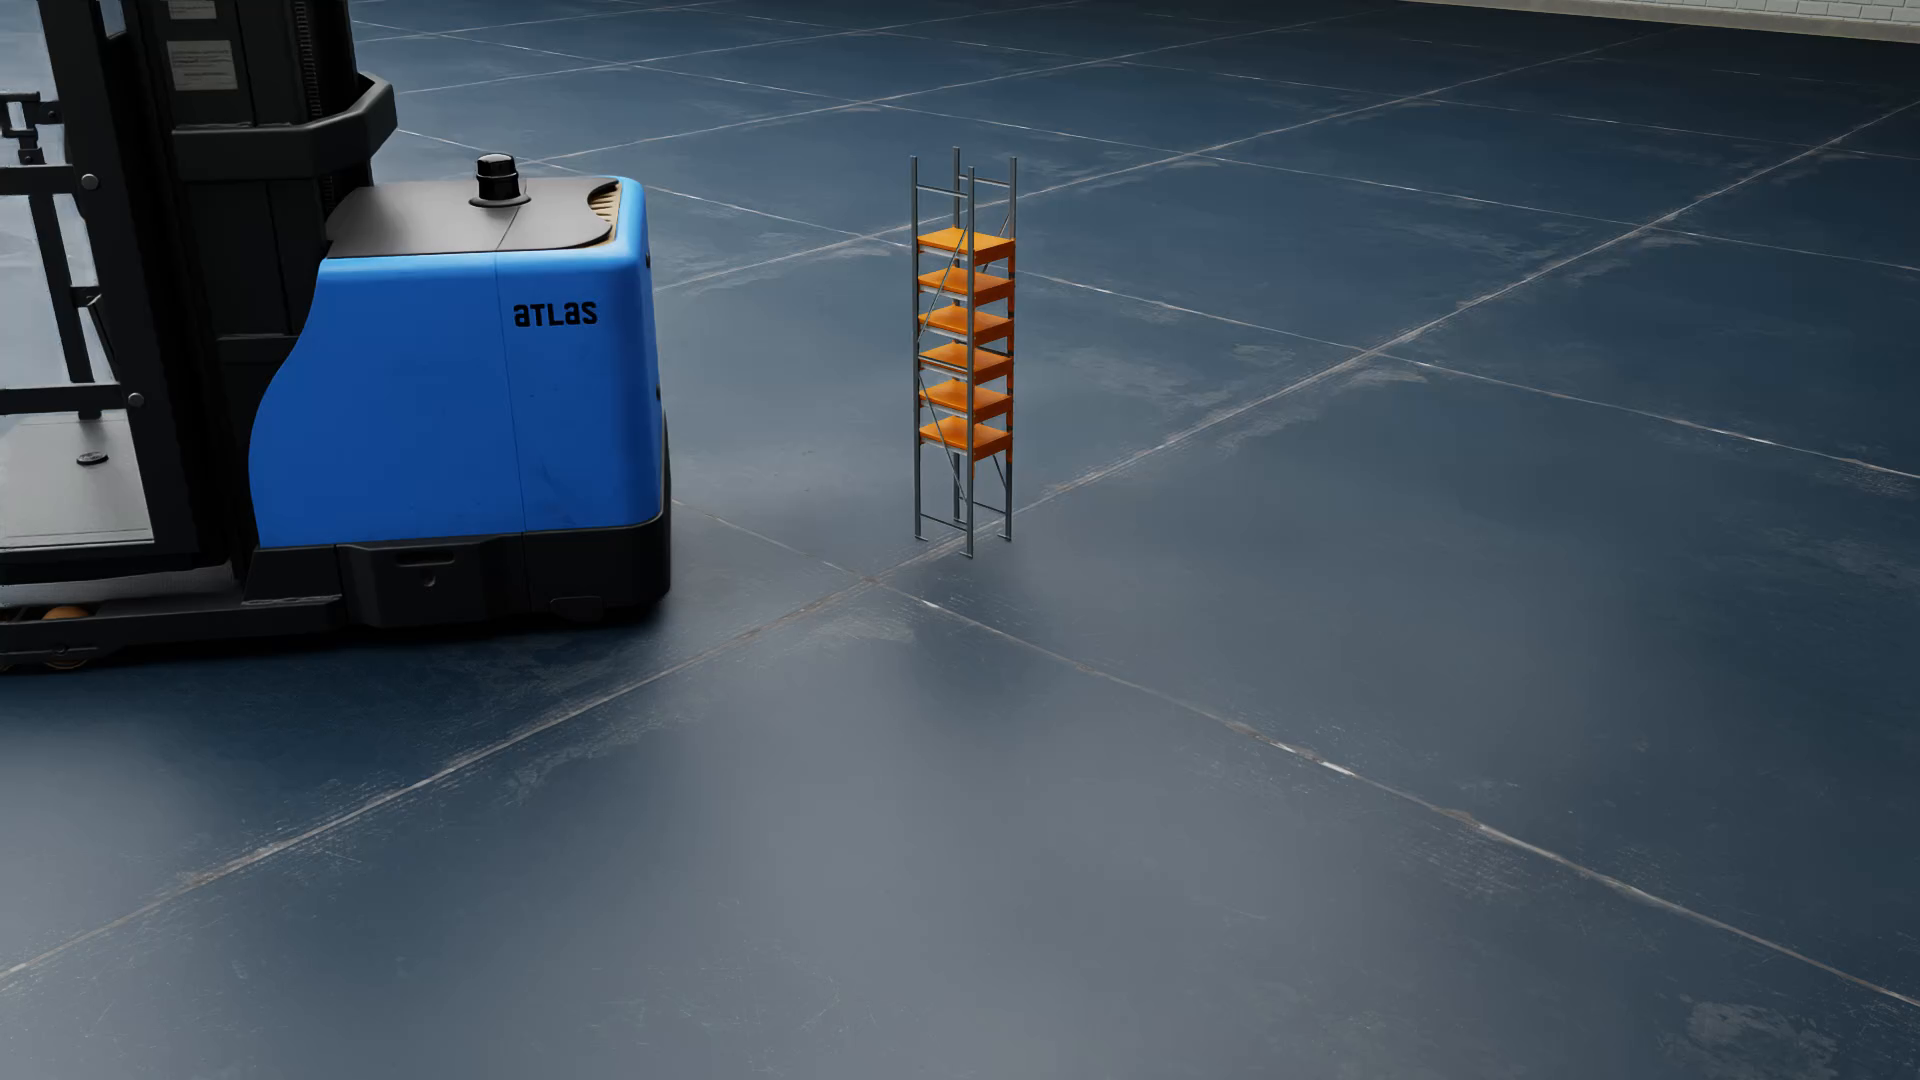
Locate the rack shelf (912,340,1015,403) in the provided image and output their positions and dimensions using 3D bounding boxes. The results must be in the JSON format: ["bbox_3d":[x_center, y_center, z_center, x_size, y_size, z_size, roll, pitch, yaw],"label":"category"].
[{"bbox_3d":[0.010,-0.511,5.033,0.258,0.103,0.180,20,31,38],"label":"rack shelf"}]

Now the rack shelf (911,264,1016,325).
[{"bbox_3d":[0.010,-0.730,4.934,0.258,0.103,0.180,20,31,38],"label":"rack shelf"}]

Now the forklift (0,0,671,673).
[{"bbox_3d":[-2.394,-1.209,4.365,3.031,2.935,1.130,-4,24,-8],"label":"forklift"}]

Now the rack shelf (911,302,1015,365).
[{"bbox_3d":[0.010,-0.621,4.983,0.258,0.103,0.180,20,31,38],"label":"rack shelf"}]

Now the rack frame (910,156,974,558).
[{"bbox_3d":[-0.051,-0.524,4.952,0.240,1.200,0.006,20,31,38],"label":"rack frame"}]

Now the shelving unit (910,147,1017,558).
[{"bbox_3d":[0.010,-0.552,5.014,0.258,1.200,0.189,20,31,38],"label":"shelving unit"}]

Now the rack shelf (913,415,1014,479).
[{"bbox_3d":[0.010,-0.292,5.131,0.258,0.103,0.180,20,31,38],"label":"rack shelf"}]

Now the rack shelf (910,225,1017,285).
[{"bbox_3d":[0.010,-0.840,4.885,0.258,0.103,0.180,20,31,38],"label":"rack shelf"}]

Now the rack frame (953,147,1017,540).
[{"bbox_3d":[0.071,-0.580,5.077,0.240,1.200,0.006,20,31,38],"label":"rack frame"}]

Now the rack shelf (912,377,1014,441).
[{"bbox_3d":[0.010,-0.402,5.082,0.258,0.103,0.180,20,31,38],"label":"rack shelf"}]
